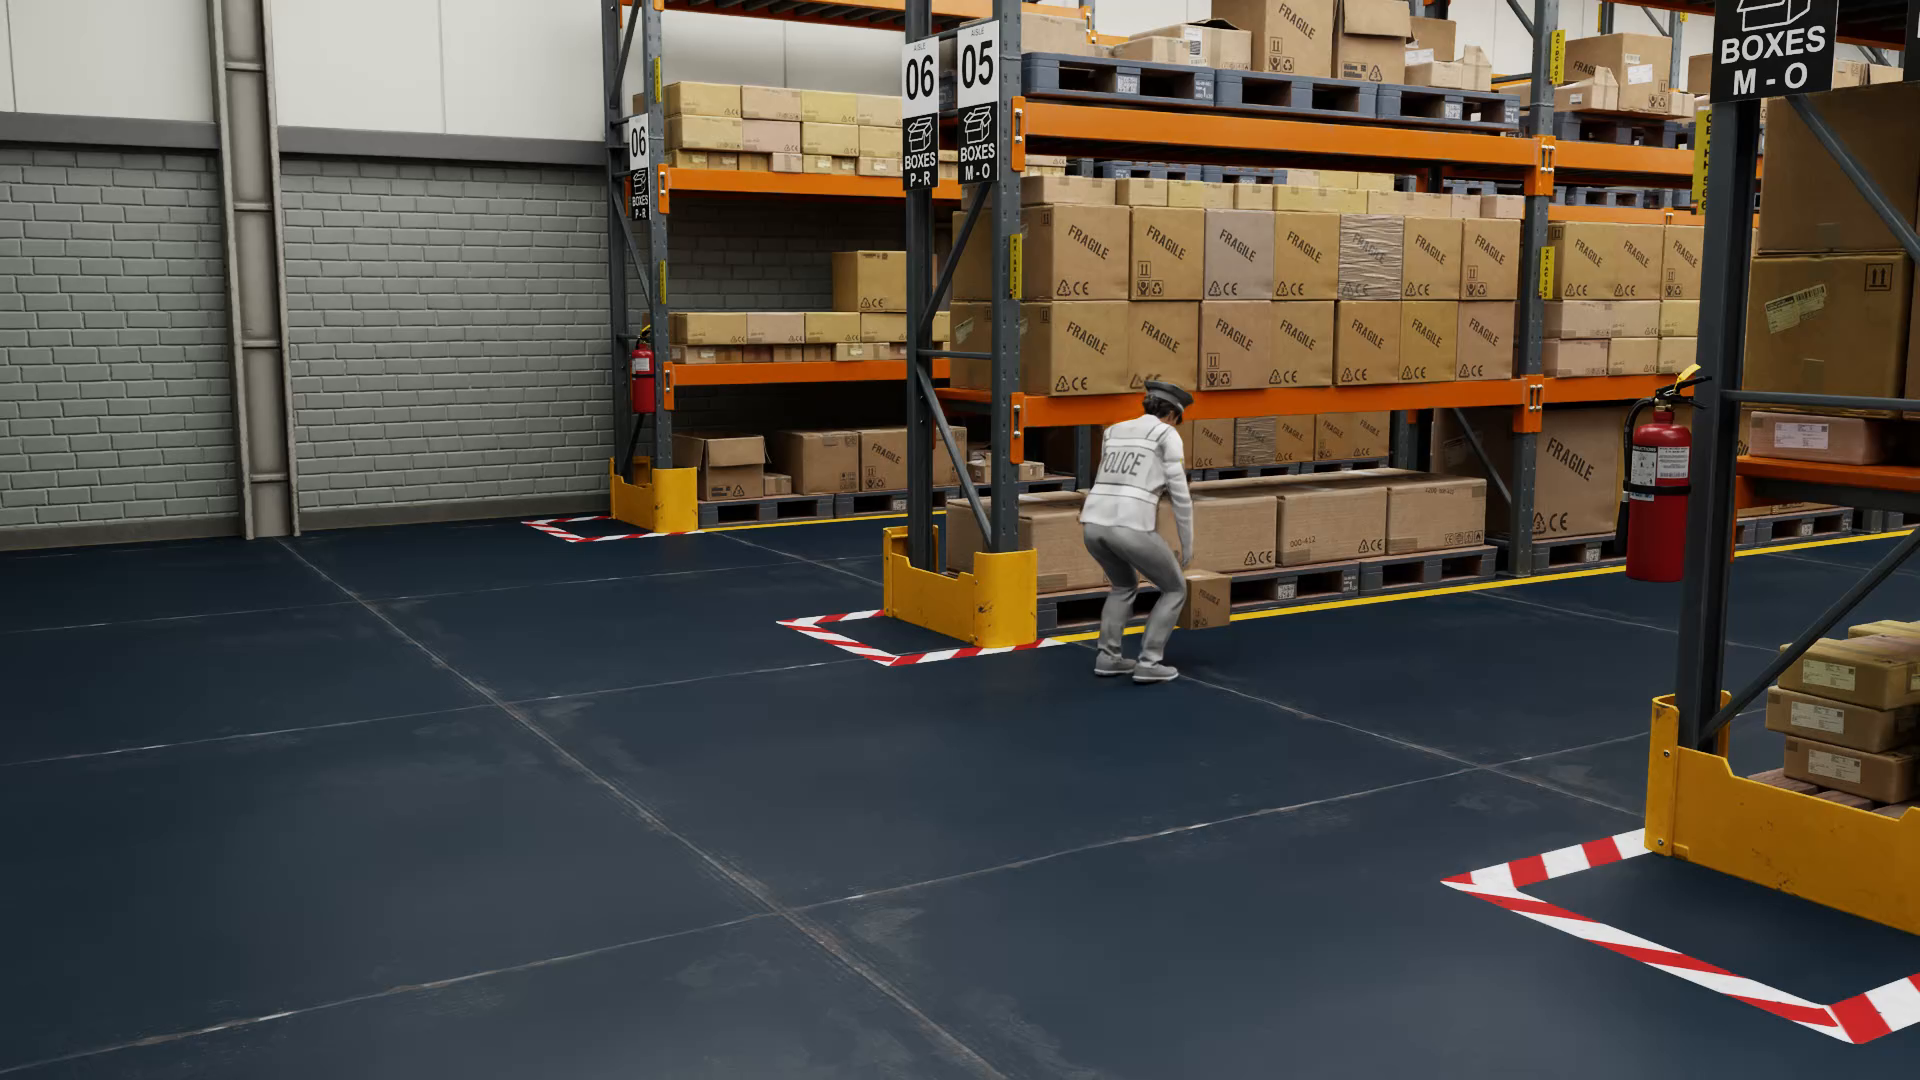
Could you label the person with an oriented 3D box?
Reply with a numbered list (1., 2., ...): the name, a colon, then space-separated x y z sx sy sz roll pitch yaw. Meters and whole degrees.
1. person: 0.858 -0.047 8.004 0.666 1.430 0.534 -8 11 -43
